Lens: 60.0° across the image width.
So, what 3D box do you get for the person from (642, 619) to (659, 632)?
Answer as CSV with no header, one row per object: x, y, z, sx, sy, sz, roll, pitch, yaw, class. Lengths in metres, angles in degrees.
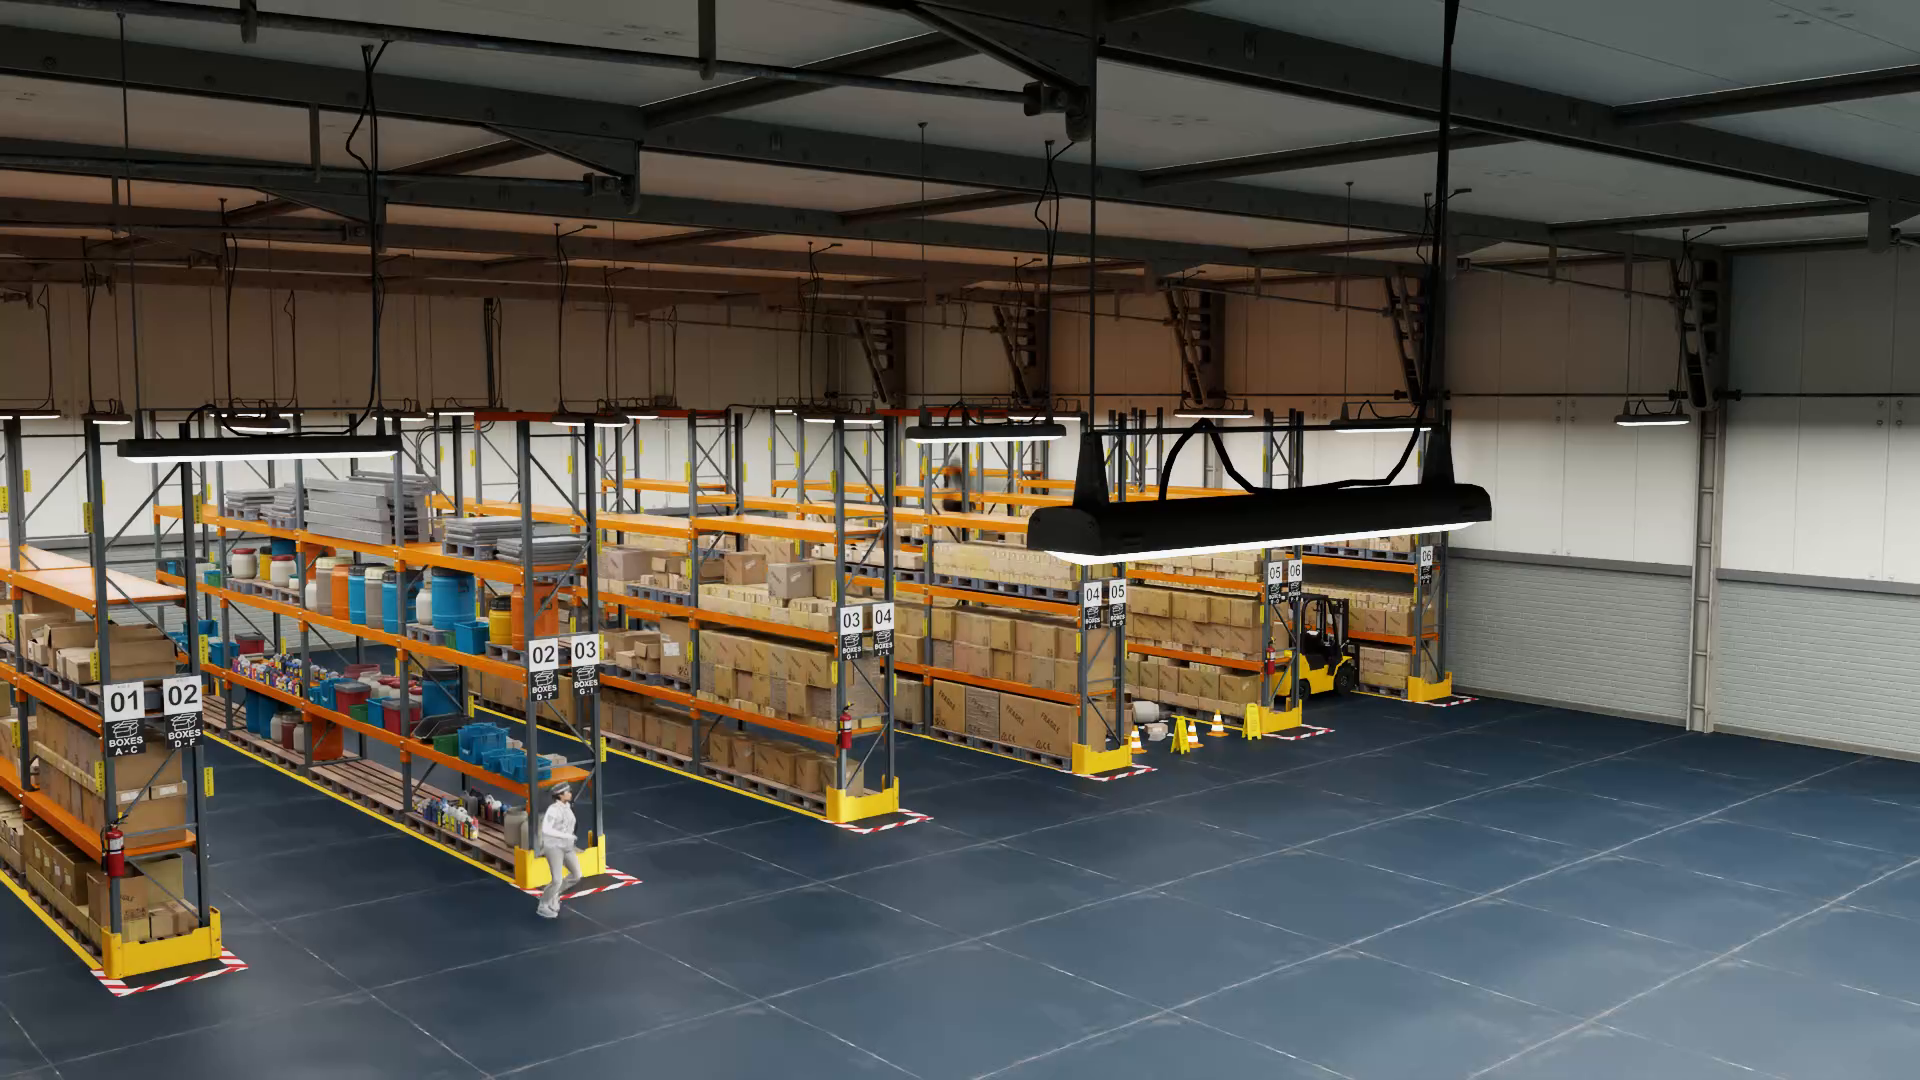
-7.752,1.845,41.548,0.636,1.775,0.670,3,6,29,person

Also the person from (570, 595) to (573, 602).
-8.871,2.114,38.264,0.728,1.726,0.662,-3,6,-31,person

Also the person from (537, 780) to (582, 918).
-4.827,3.738,20.265,0.528,1.625,0.622,2,5,20,person
